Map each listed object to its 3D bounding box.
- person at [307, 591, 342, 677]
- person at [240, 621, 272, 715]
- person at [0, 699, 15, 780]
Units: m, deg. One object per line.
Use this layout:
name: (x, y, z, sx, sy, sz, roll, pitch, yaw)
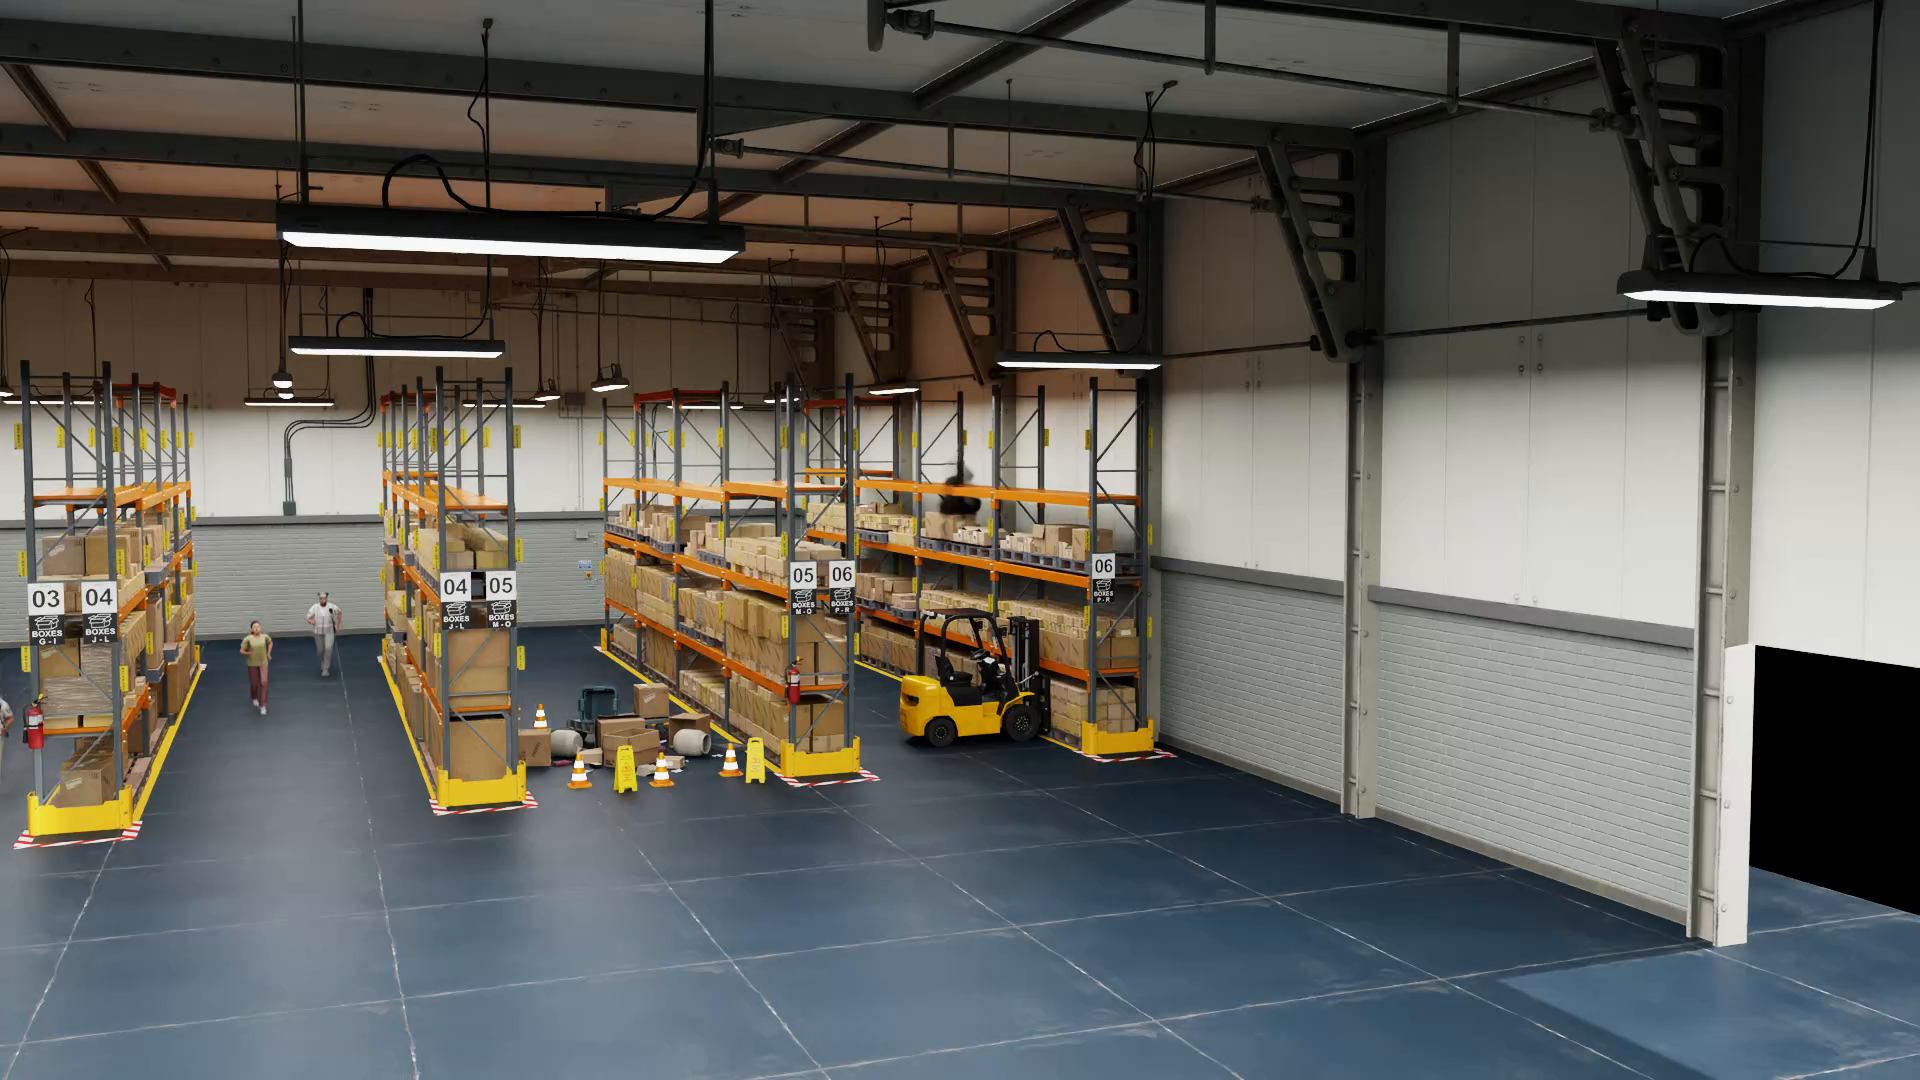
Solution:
person: (-13.608, 1.980, 35.581, 0.682, 1.782, 0.969, -1, 4, -15)
person: (-12.915, 2.318, 30.553, 0.576, 1.684, 0.956, -2, 4, -28)
person: (-13.613, 2.793, 23.332, 0.621, 1.617, 0.554, -2, 4, -27)
